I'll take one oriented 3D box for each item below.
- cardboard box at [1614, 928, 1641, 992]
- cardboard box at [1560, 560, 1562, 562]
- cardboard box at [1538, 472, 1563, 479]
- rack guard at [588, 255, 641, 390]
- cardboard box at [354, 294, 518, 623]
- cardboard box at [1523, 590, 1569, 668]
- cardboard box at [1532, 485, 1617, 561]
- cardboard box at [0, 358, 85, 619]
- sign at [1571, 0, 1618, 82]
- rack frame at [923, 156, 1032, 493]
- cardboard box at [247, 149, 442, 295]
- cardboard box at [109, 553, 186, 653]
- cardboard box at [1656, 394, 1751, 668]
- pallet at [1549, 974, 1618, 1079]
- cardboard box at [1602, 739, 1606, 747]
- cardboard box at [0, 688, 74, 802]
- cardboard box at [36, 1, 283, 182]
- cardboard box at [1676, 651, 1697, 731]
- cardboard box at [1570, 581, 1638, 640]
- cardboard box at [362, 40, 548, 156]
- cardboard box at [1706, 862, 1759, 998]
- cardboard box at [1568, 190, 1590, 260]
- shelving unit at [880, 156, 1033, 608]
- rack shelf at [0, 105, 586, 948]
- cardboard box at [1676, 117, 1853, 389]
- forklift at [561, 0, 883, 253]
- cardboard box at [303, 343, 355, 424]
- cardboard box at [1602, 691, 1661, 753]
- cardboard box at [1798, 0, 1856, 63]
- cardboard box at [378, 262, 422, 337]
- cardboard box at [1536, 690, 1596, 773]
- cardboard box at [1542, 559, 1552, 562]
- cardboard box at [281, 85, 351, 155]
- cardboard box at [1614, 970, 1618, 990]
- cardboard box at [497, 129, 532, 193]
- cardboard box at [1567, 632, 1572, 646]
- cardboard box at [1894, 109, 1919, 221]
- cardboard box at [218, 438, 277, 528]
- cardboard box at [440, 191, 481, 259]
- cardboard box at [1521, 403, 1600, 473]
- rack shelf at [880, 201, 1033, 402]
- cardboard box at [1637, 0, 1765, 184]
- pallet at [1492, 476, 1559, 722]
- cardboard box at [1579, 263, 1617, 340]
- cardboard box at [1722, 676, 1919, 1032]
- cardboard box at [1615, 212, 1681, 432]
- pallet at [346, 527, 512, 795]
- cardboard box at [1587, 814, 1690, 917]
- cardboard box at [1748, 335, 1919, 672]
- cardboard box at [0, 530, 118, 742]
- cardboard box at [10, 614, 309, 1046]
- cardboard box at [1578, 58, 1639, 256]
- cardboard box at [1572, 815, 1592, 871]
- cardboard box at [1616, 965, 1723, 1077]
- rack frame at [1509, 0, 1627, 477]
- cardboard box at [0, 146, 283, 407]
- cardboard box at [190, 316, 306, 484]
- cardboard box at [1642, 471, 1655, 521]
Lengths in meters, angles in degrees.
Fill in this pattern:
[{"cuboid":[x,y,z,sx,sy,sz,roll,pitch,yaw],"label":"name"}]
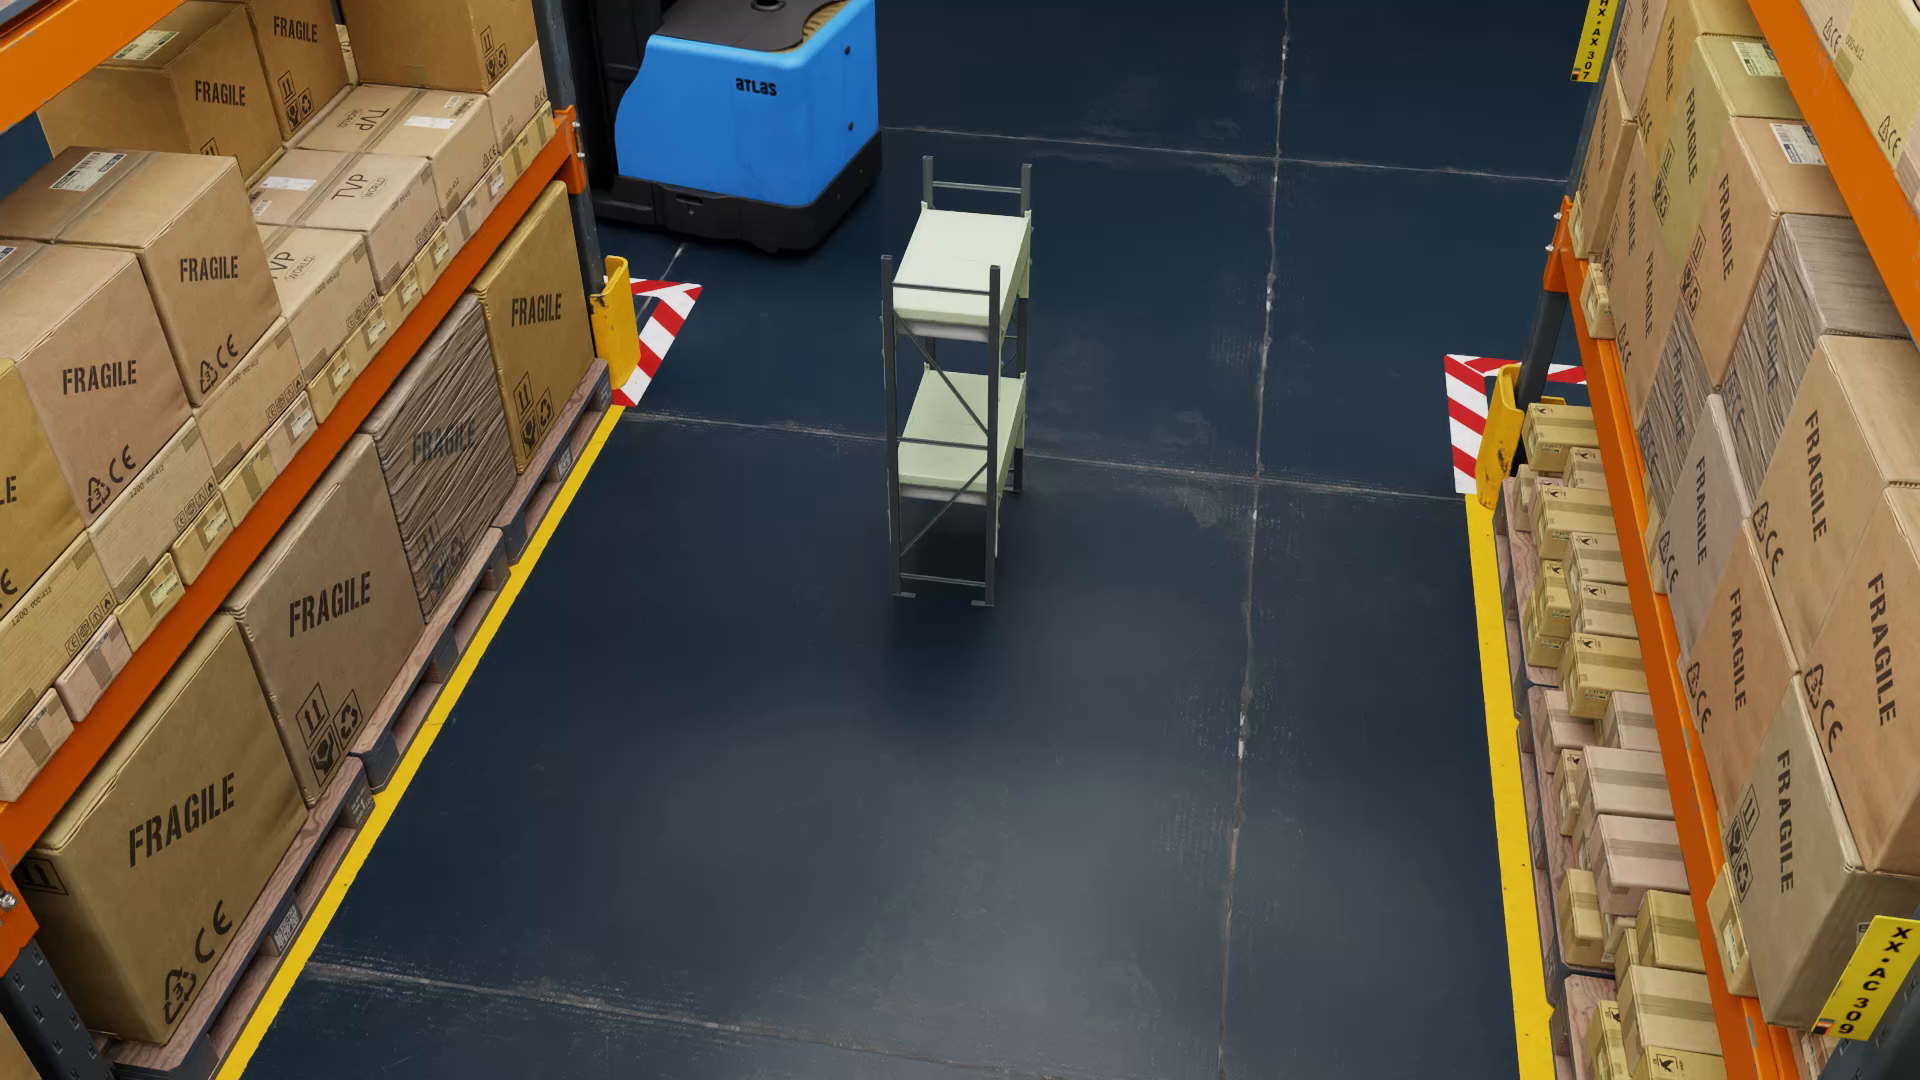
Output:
[{"cuboid":[2.027,1.236,4.575,0.380,0.149,0.250,7,40,8],"label":"cardboard box"},{"cuboid":[2.372,0.076,5.979,0.380,0.149,0.250,7,40,8],"label":"cardboard box"},{"cuboid":[2.431,-0.253,6.377,0.380,0.149,0.250,8,40,10],"label":"cardboard box"},{"cuboid":[-2.089,-1.038,7.613,1.175,0.500,0.348,6,40,8],"label":"rack guard"},{"cuboid":[-2.283,-0.348,6.155,0.875,0.875,0.875,6,40,8],"label":"cardboard box"},{"cuboid":[2.215,0.333,5.901,0.380,0.149,0.250,7,40,8],"label":"cardboard box"},{"cuboid":[2.250,-0.047,5.894,0.380,0.149,0.250,6,40,8],"label":"cardboard box"},{"cuboid":[-2.451,-0.094,3.806,0.500,0.500,0.500,6,40,8],"label":"cardboard box"},{"cuboid":[2.240,-1.770,5.857,0.100,0.325,0.005,6,40,8],"label":"sign"},{"cuboid":[0.062,-0.804,6.545,0.400,1.500,0.023,6,40,8],"label":"rack frame"},{"cuboid":[-2.092,-1.072,5.577,0.500,0.250,0.500,5,40,6],"label":"cardboard box"},{"cuboid":[-2.316,0.141,4.422,0.380,0.149,0.250,8,40,9],"label":"cardboard box"},{"cuboid":[2.066,0.009,4.074,0.500,0.500,0.500,6,40,7],"label":"cardboard box"},{"cuboid":[2.163,1.784,4.427,1.003,0.211,1.213,6,40,8],"label":"pallet"},{"cuboid":[2.206,0.745,5.169,0.380,0.149,0.250,8,40,10],"label":"cardboard box"},{"cuboid":[-2.407,0.472,4.023,0.380,0.149,0.250,6,40,8],"label":"cardboard box"},{"cuboid":[-2.613,-1.421,5.411,0.500,0.500,0.500,5,40,6],"label":"cardboard box"},{"cuboid":[2.030,0.358,4.160,0.380,0.149,0.250,5,40,6],"label":"cardboard box"},{"cuboid":[2.231,0.291,5.485,0.380,0.149,0.250,8,40,9],"label":"cardboard box"},{"cuboid":[-1.916,-1.710,6.348,0.500,0.250,0.500,6,40,7],"label":"cardboard box"},{"cuboid":[1.838,0.852,3.562,0.380,0.149,0.250,5,40,6],"label":"cardboard box"},{"cuboid":[2.395,-1.112,5.938,0.380,0.149,0.250,6,40,7],"label":"cardboard box"},{"cuboid":[-0.001,-0.574,6.267,0.431,1.500,0.755,6,40,8],"label":"shelving unit"},{"cuboid":[-2.440,-0.454,5.510,1.077,0.370,4.000,6,40,8],"label":"rack shelf"},{"cuboid":[2.157,-0.701,4.147,0.500,0.500,0.500,5,40,6],"label":"cardboard box"},{"cuboid":[-1.996,-3.168,8.281,3.031,2.935,1.130,13,41,15],"label":"forklift"},{"cuboid":[-2.139,-0.507,5.206,0.380,0.149,0.250,5,40,6],"label":"cardboard box"},{"cuboid":[2.191,0.619,5.088,0.380,0.149,0.250,6,40,8],"label":"cardboard box"},{"cuboid":[2.173,-1.243,3.664,0.500,0.250,0.500,6,40,7],"label":"cardboard box"},{"cuboid":[-2.050,-0.826,5.592,0.380,0.149,0.250,7,40,8],"label":"cardboard box"},{"cuboid":[2.136,0.650,5.518,0.380,0.149,0.250,5,40,6],"label":"cardboard box"},{"cuboid":[2.404,0.028,6.270,0.380,0.149,0.250,6,40,7],"label":"cardboard box"},{"cuboid":[-2.526,-1.445,6.028,0.500,0.250,0.500,6,40,7],"label":"cardboard box"},{"cuboid":[2.089,1.309,4.721,0.380,0.149,0.250,5,40,7],"label":"cardboard box"},{"cuboid":[-1.874,-1.467,6.367,0.380,0.149,0.250,7,40,8],"label":"cardboard box"},{"cuboid":[2.269,0.402,5.584,0.380,0.149,0.250,5,40,6],"label":"cardboard box"},{"cuboid":[1.999,-0.614,2.902,0.500,0.250,0.500,6,40,8],"label":"cardboard box"},{"cuboid":[-2.229,-0.184,4.816,0.380,0.149,0.250,6,40,7],"label":"cardboard box"},{"cuboid":[-1.963,-1.152,5.986,0.380,0.149,0.250,7,40,8],"label":"cardboard box"},{"cuboid":[2.349,-0.377,6.293,0.380,0.149,0.250,5,40,6],"label":"cardboard box"},{"cuboid":[-0.001,-0.875,6.018,0.431,0.370,0.720,6,40,8],"label":"rack shelf"},{"cuboid":[2.354,-1.345,4.926,0.500,0.500,0.500,7,40,9],"label":"cardboard box"},{"cuboid":[2.586,0.252,6.279,1.003,0.211,1.213,6,40,8],"label":"pallet"},{"cuboid":[2.293,-0.785,5.542,0.380,0.149,0.250,5,40,6],"label":"cardboard box"},{"cuboid":[1.887,0.646,3.302,0.500,0.500,0.500,6,40,8],"label":"cardboard box"},{"cuboid":[2.260,-0.633,4.850,0.500,0.500,0.500,7,40,8],"label":"cardboard box"},{"cuboid":[-2.368,0.362,6.146,1.003,0.211,1.213,6,40,8],"label":"pallet"},{"cuboid":[2.006,0.934,4.708,0.380,0.149,0.250,5,40,6],"label":"cardboard box"},{"cuboid":[1.981,-0.054,3.365,0.500,0.500,0.500,5,40,6],"label":"cardboard box"},{"cuboid":[-2.446,0.201,4.037,0.500,0.250,0.500,6,40,7],"label":"cardboard box"},{"cuboid":[-2.593,0.776,4.796,0.875,0.875,0.875,6,40,8],"label":"cardboard box"},{"cuboid":[2.424,-1.278,5.630,0.500,0.500,0.500,8,40,10],"label":"cardboard box"},{"cuboid":[2.105,0.982,5.117,0.380,0.149,0.250,7,40,9],"label":"cardboard box"},{"cuboid":[1.928,1.268,4.303,0.380,0.149,0.250,6,40,7],"label":"cardboard box"},{"cuboid":[2.774,-1.376,6.060,1.000,3.000,0.127,6,40,8],"label":"rack frame"},{"cuboid":[-2.273,-0.730,4.574,0.500,0.500,0.500,5,40,6],"label":"cardboard box"},{"cuboid":[-2.271,-0.436,4.808,0.500,0.250,0.500,7,40,9],"label":"cardboard box"},{"cuboid":[2.176,-0.128,4.747,0.380,0.149,0.250,8,40,9],"label":"cardboard box"}]
